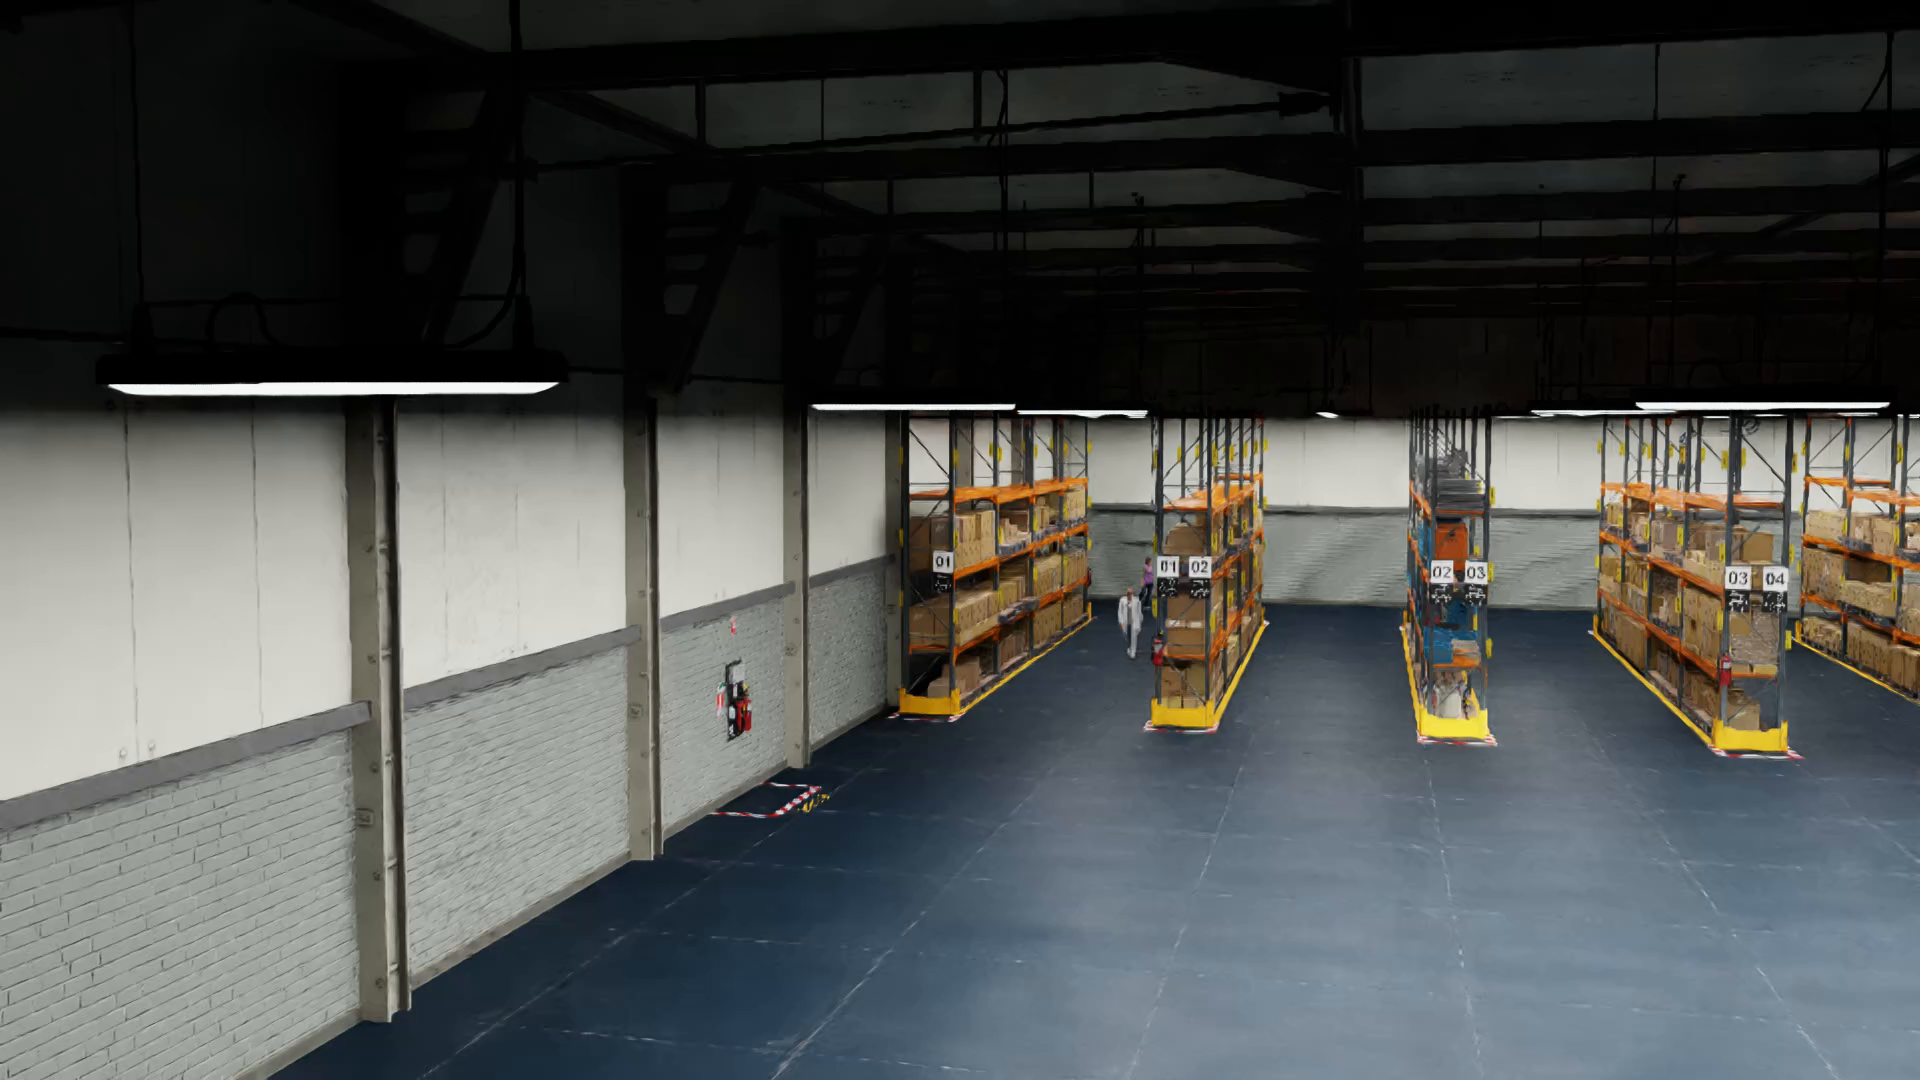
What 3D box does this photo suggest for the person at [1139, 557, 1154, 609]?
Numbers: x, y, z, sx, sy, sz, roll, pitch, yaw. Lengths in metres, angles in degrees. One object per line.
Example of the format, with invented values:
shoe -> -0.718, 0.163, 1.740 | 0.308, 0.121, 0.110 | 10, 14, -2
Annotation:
person -> 5.585, 1.319, 50.441 | 0.582, 1.576, 0.470 | -2, 5, -30

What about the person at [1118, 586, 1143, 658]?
person -> 4.116, 1.967, 40.277 | 0.598, 1.698, 1.194 | 1, 4, 16
